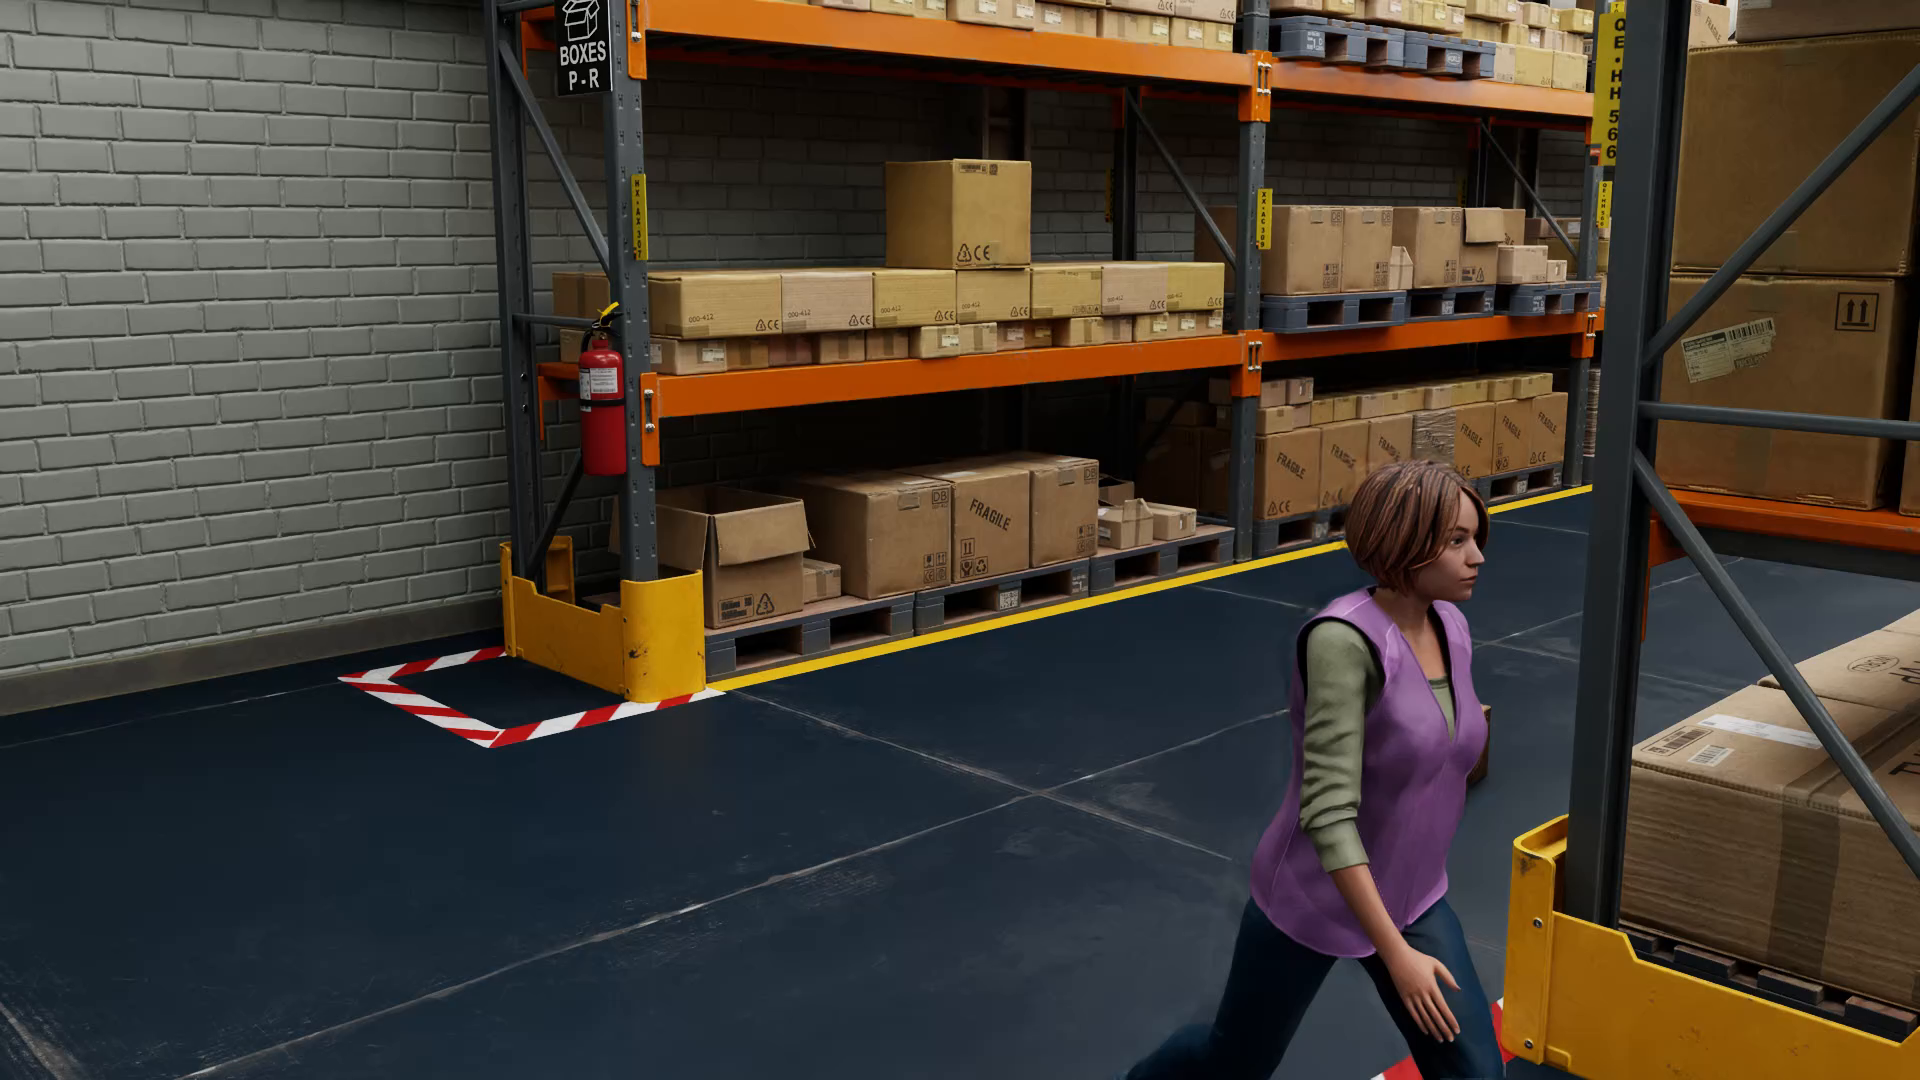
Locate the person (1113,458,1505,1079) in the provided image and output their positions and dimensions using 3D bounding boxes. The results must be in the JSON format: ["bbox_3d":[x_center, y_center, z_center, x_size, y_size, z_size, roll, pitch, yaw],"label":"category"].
[{"bbox_3d":[0.655,0.604,2.838,0.469,1.518,1.049,-8,13,-36],"label":"person"}]
